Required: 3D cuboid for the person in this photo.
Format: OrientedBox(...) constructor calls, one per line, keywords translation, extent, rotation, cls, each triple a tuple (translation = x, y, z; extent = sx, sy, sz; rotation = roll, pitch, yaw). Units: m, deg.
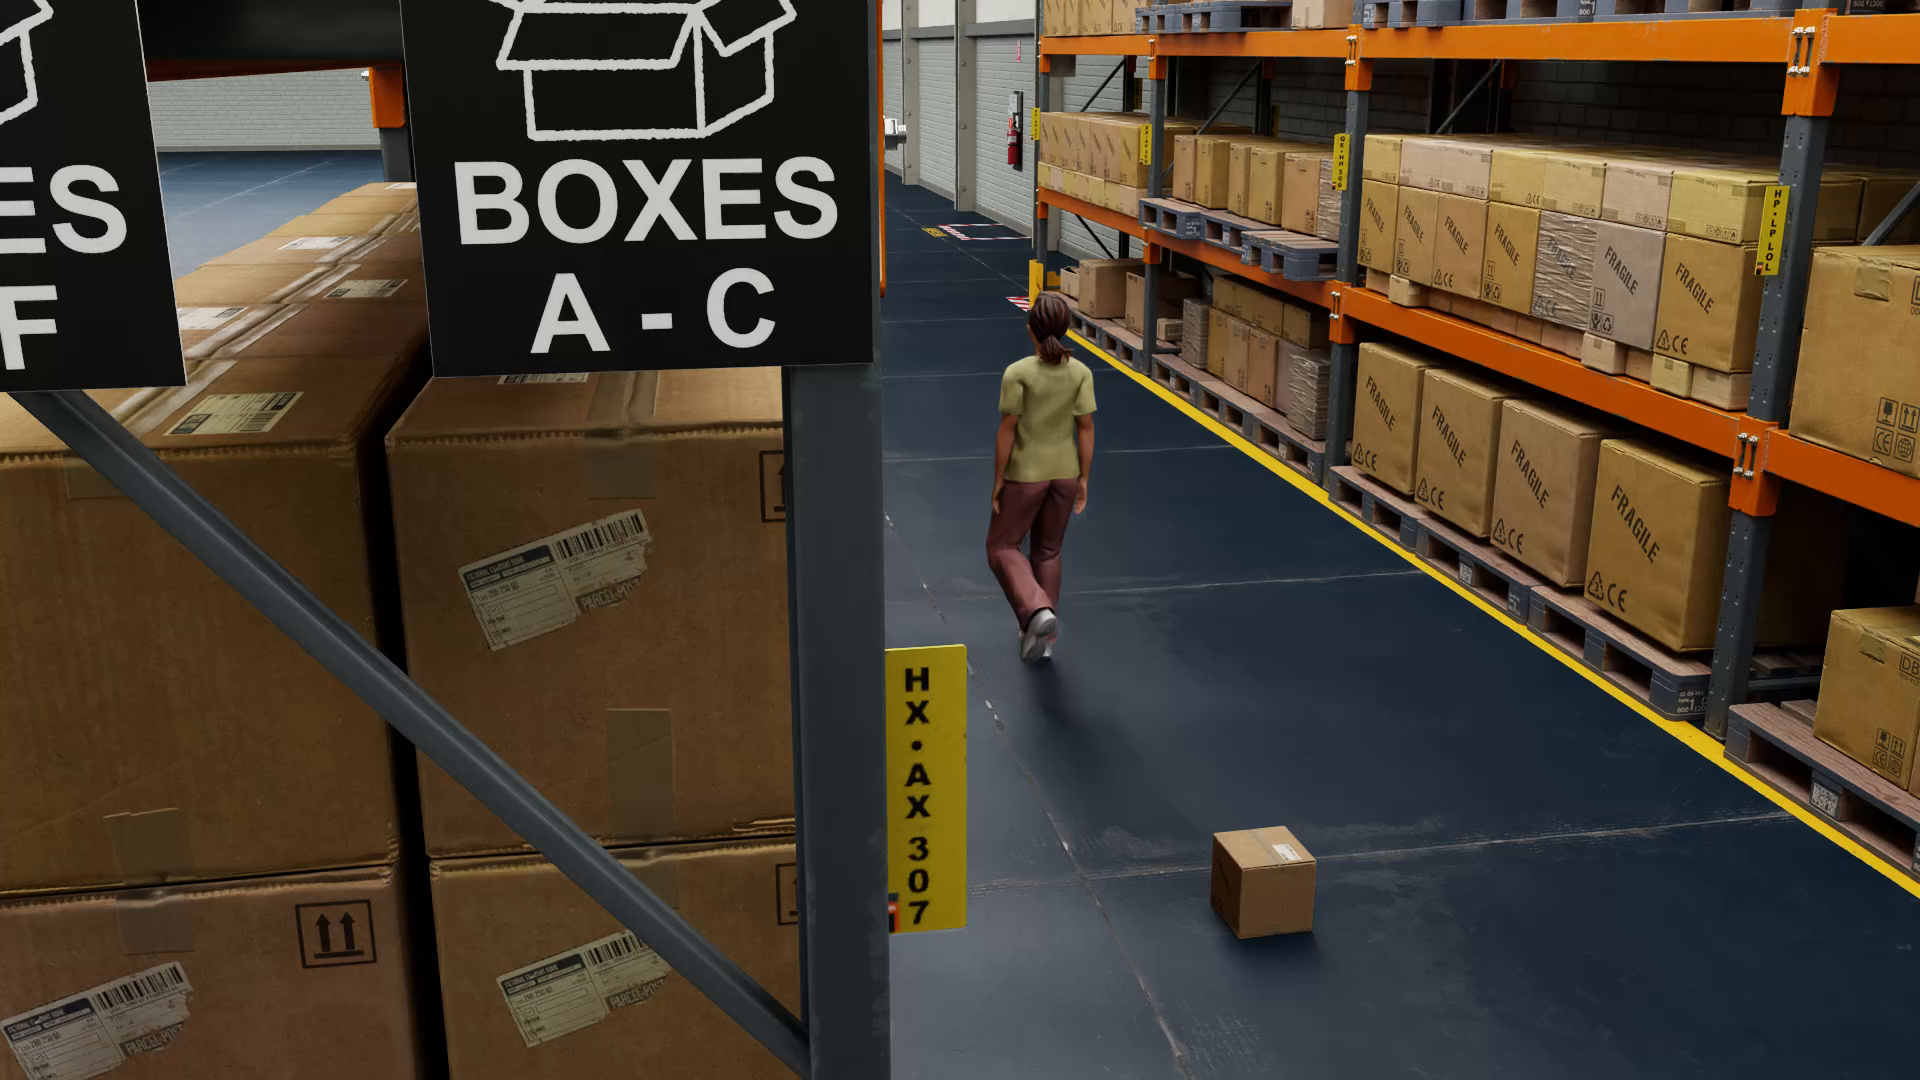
OrientedBox(translation=(0.365, -0.249, 7.306), extent=(0.457, 1.655, 0.623), rotation=(-5, 17, -17), cls="person")
